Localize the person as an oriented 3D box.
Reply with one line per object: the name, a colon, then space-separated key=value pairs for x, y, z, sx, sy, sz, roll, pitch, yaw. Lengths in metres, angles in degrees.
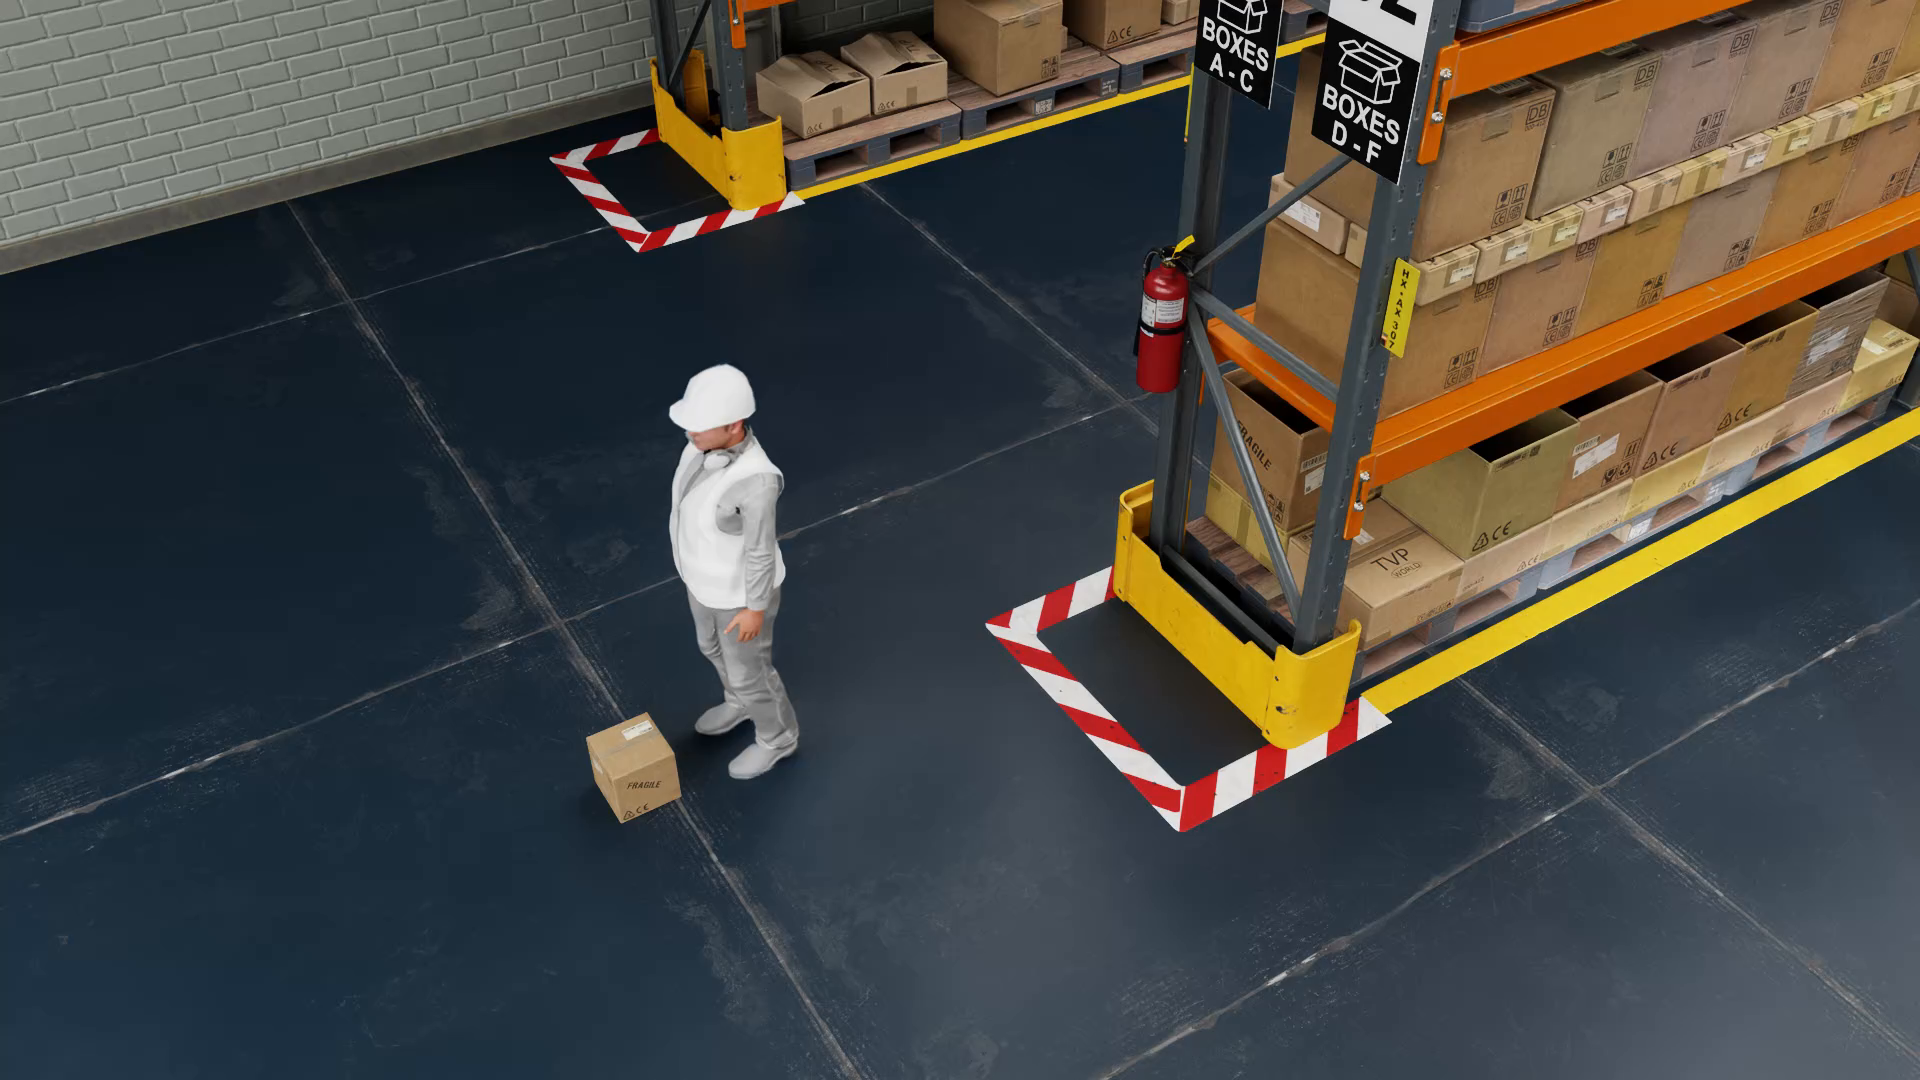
person: x=-0.824 y=0.130 z=5.997 sx=0.360 sy=1.778 sz=0.532 roll=-21 pitch=45 yaw=-23
